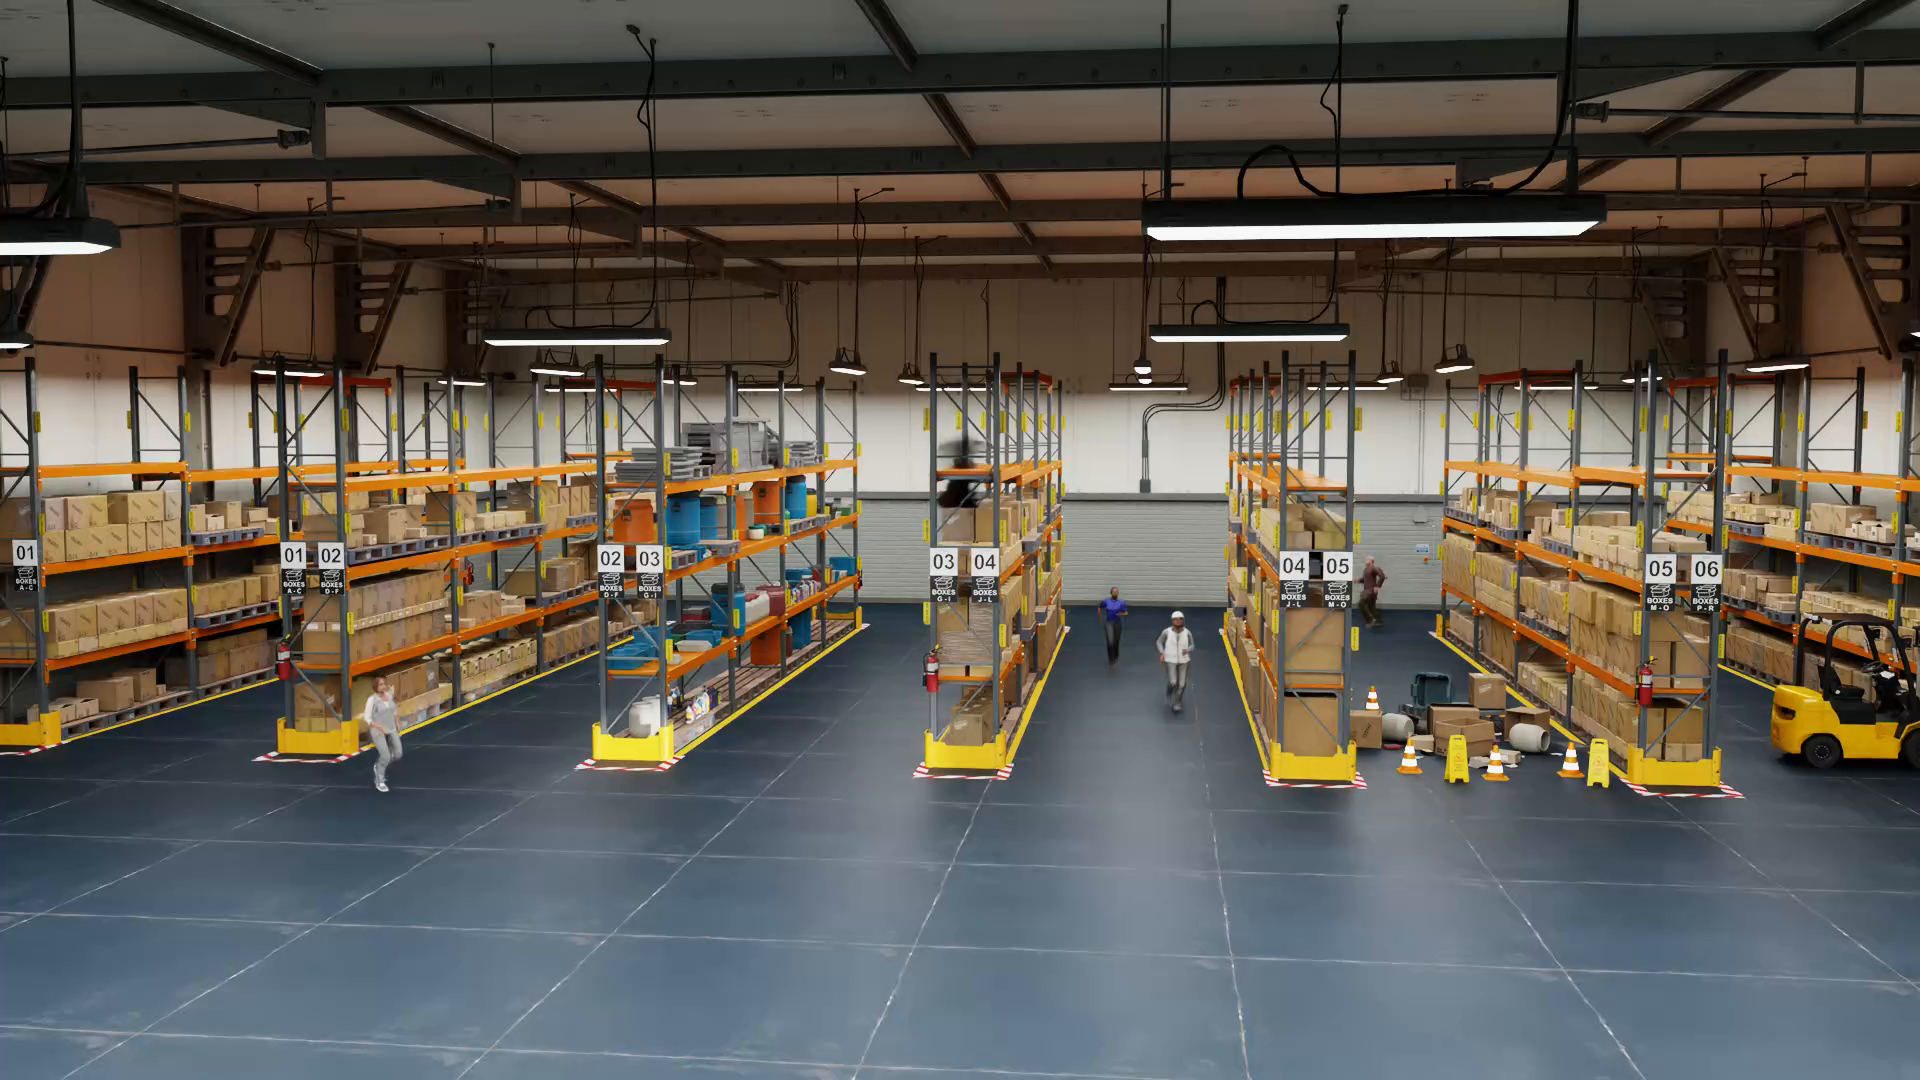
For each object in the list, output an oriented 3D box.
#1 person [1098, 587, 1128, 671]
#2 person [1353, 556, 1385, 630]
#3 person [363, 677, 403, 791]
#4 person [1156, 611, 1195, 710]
[{"bbox_3d":[3.111,1.790,33.829,0.584,1.701,0.836,0,4,-1],"label":"person"},{"bbox_3d":[9.919,1.302,40.305,0.782,1.762,0.692,0,4,3],"label":"person"},{"bbox_3d":[-7.826,2.633,22.601,0.484,1.562,0.548,3,5,35],"label":"person"},{"bbox_3d":[3.745,2.099,28.722,0.644,1.730,0.591,0,4,-2],"label":"person"}]
